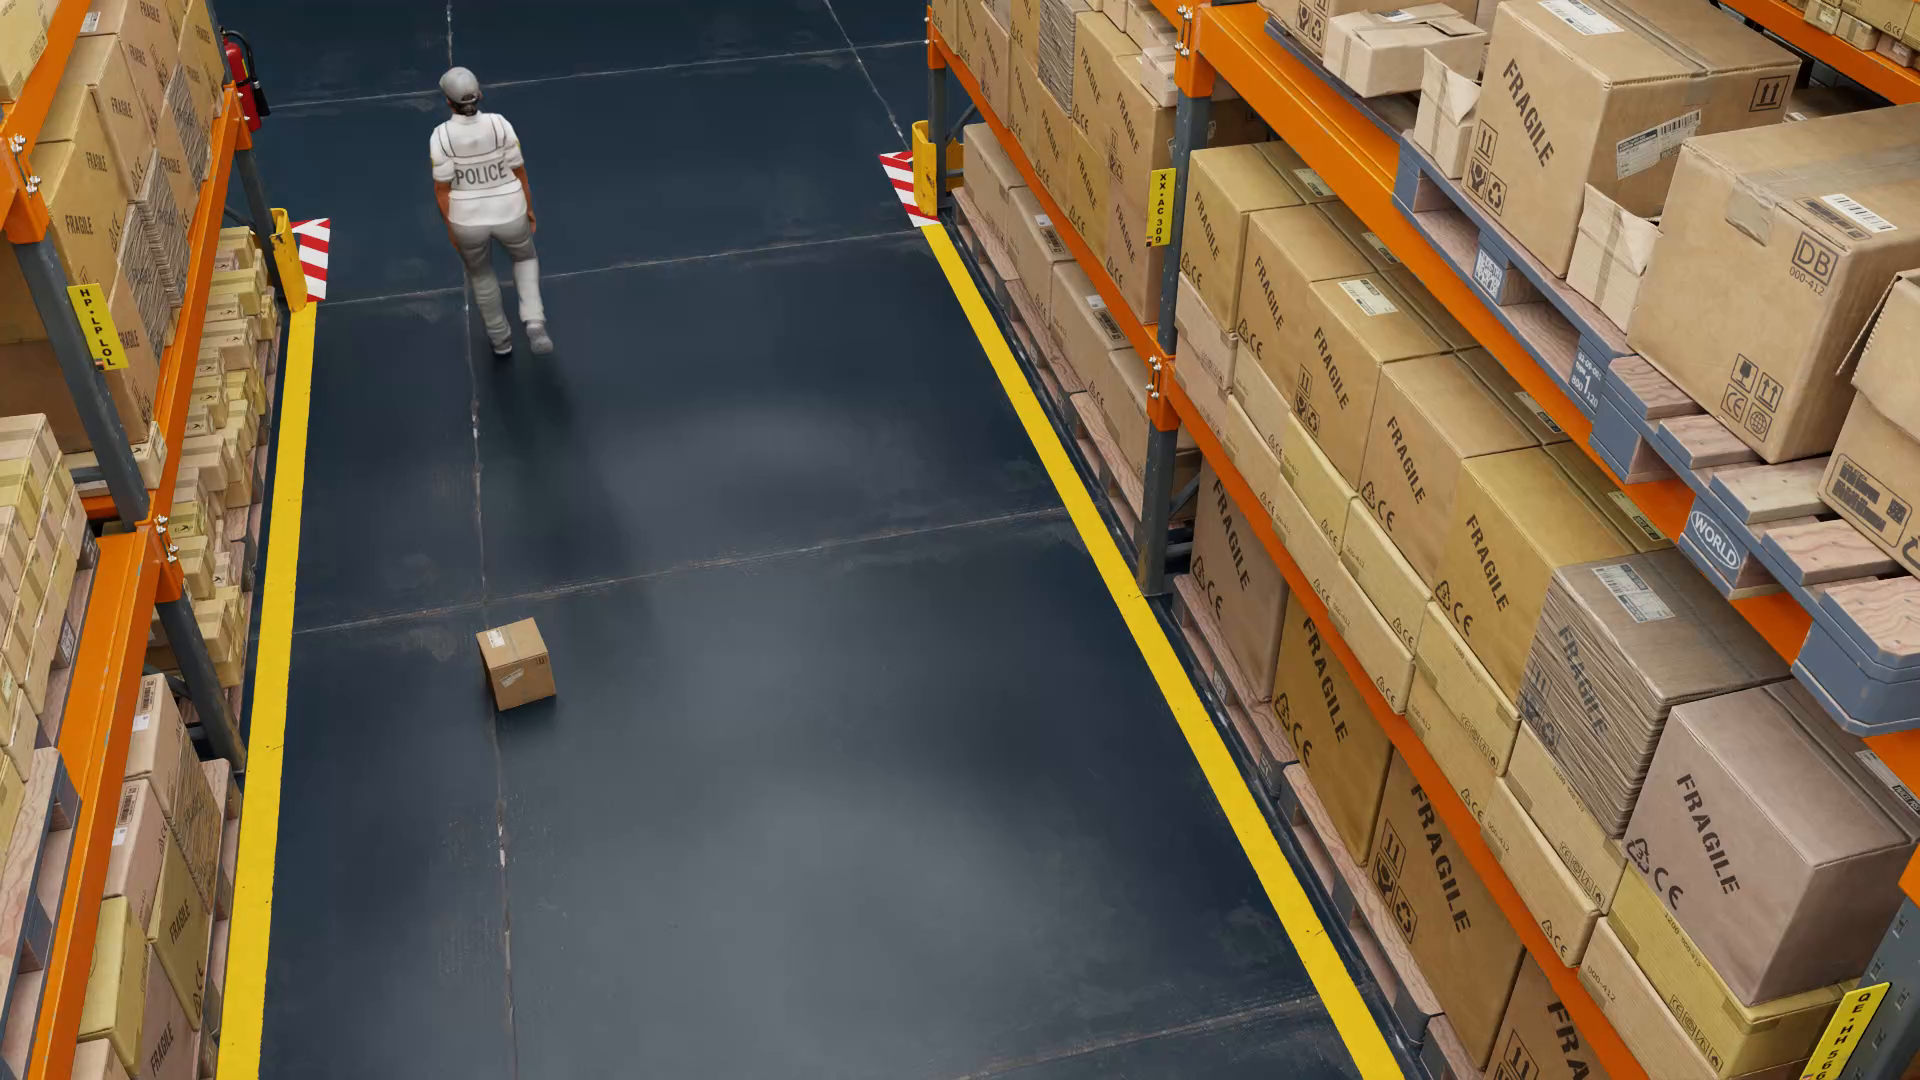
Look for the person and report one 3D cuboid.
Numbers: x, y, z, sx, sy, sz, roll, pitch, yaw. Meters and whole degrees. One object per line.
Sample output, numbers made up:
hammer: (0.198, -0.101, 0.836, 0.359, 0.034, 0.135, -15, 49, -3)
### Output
person: (-2.497, -1.704, 8.818, 0.488, 1.651, 0.543, -14, 40, -17)
